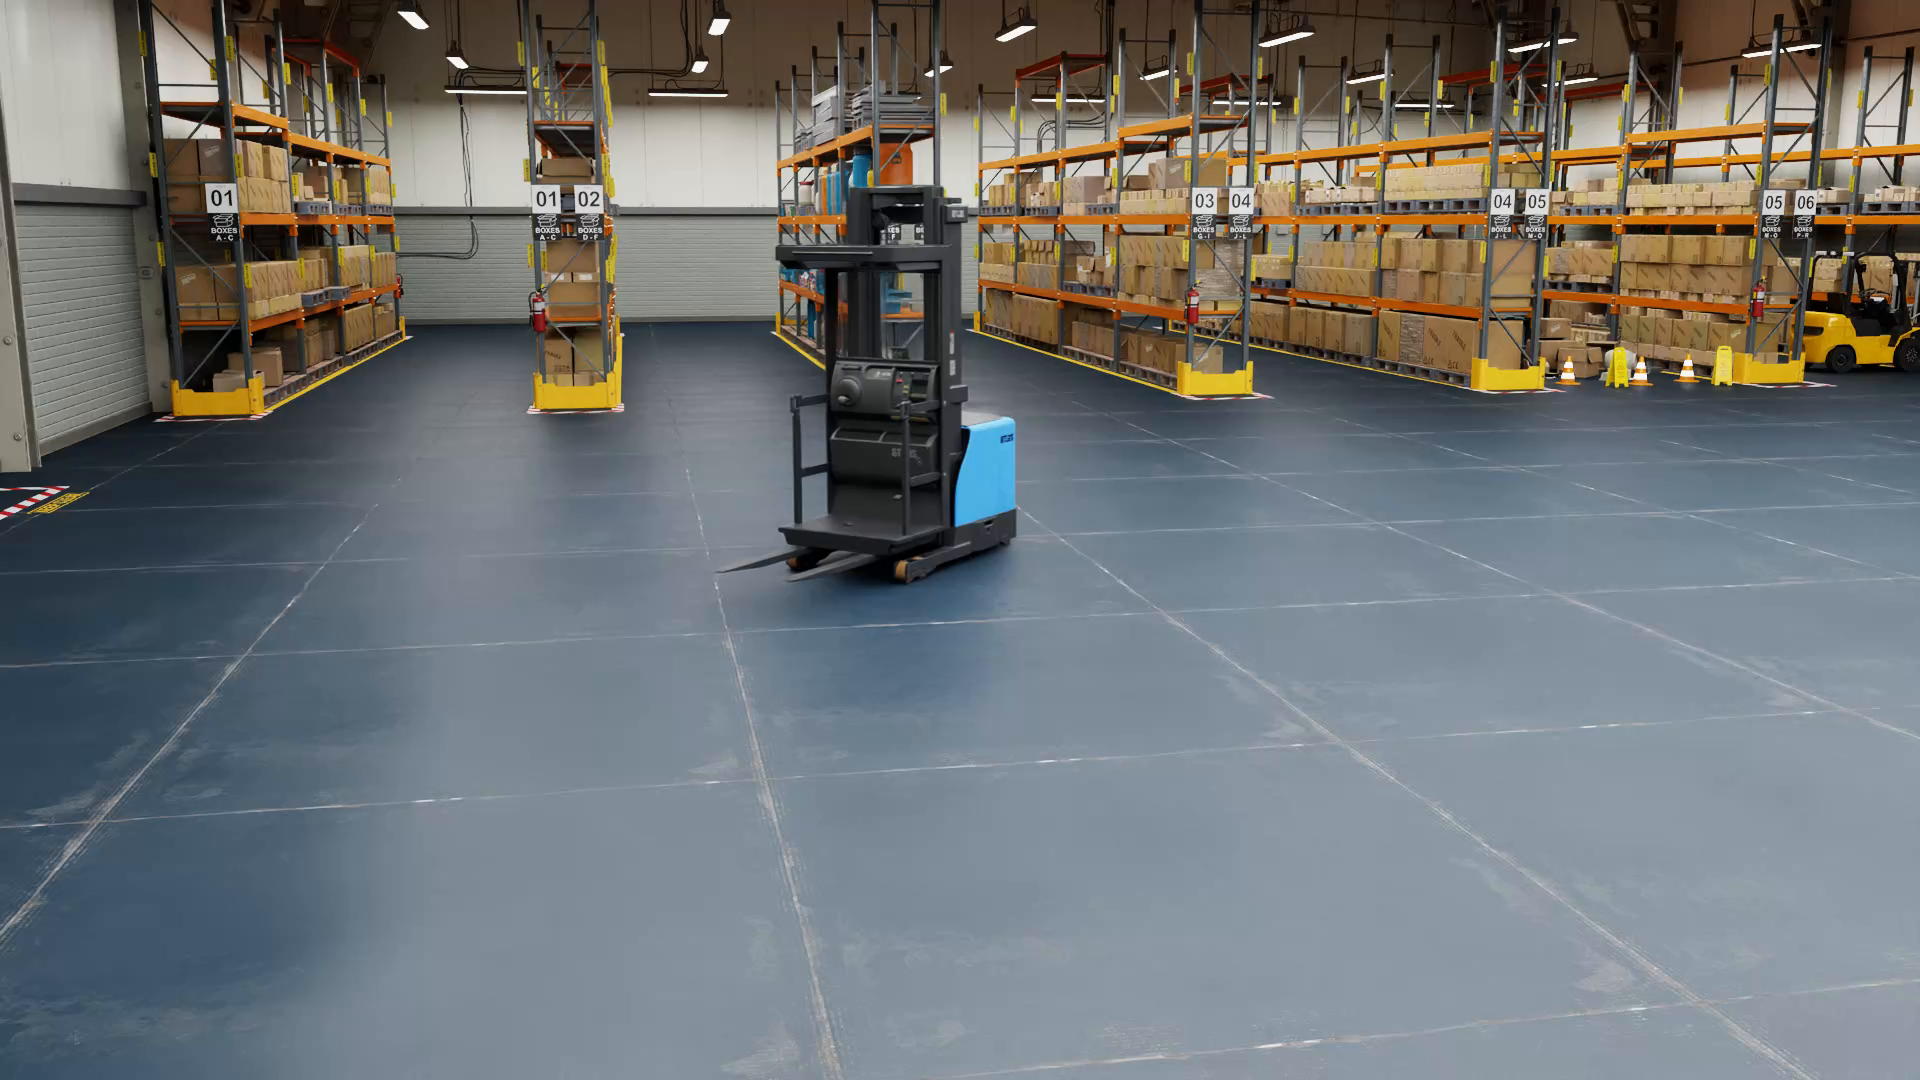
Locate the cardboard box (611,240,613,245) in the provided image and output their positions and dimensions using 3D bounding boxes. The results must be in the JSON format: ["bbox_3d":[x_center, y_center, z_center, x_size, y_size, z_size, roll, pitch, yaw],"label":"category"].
[{"bbox_3d":[-7.803,-6.273,36.188,0.500,0.500,0.500,-2,11,-10],"label":"cardboard box"}]

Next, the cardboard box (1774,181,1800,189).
[{"bbox_3d":[13.916,-5.969,28.052,0.380,0.149,0.250,-2,11,-11],"label":"cardboard box"}]

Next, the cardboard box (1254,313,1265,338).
[{"bbox_3d":[6.793,-4.705,36.454,0.500,0.500,0.500,-3,11,-14],"label":"cardboard box"}]

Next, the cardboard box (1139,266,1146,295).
[{"bbox_3d":[3.572,-4.457,28.530,0.875,0.500,0.500,-2,11,-11],"label":"cardboard box"}]

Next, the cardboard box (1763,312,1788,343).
[{"bbox_3d":[17.471,-4.485,34.965,0.875,0.625,0.625,-3,11,-13],"label":"cardboard box"}]

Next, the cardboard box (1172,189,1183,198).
[{"bbox_3d":[3.608,-5.528,26.529,0.380,0.149,0.250,-3,11,-13],"label":"cardboard box"}]

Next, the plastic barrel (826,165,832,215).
[{"bbox_3d":[-2.138,-6.393,30.399,0.600,0.901,0.708,-2,11,-11],"label":"plastic barrel"}]

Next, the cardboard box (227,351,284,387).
[{"bbox_3d":[-10.763,-2.613,25.412,0.700,0.500,0.500,-3,11,-15],"label":"cardboard box"}]

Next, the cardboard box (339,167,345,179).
[{"bbox_3d":[-13.210,-7.598,35.076,0.500,0.500,0.500,-2,11,-11],"label":"cardboard box"}]

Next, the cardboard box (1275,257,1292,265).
[{"bbox_3d":[6.848,-5.872,34.981,0.380,0.149,0.250,-3,11,-13],"label":"cardboard box"}]

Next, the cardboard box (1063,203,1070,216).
[{"bbox_3d":[2.350,-6.566,33.050,0.500,0.250,0.500,-2,11,-10],"label":"cardboard box"}]

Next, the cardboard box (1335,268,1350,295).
[{"bbox_3d":[7.611,-5.010,32.230,0.500,0.500,0.500,-2,11,-10],"label":"cardboard box"}]

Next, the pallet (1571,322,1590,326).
[{"bbox_3d":[15.946,-5.517,42.618,1.003,0.211,1.213,-2,11,-11],"label":"pallet"}]

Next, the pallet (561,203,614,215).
[{"bbox_3d":[-6.769,-5.957,29.952,1.003,0.211,1.213,-2,11,-8],"label":"pallet"}]

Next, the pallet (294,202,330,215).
[{"bbox_3d":[-11.510,-5.676,28.475,1.213,0.211,1.003,-2,11,-11],"label":"pallet"}]

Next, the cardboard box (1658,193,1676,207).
[{"bbox_3d":[13.018,-6.157,30.106,0.500,0.250,0.500,-2,11,-10],"label":"cardboard box"}]

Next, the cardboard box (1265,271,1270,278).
[{"bbox_3d":[6.750,-5.673,35.527,0.380,0.149,0.250,-2,11,-10],"label":"cardboard box"}]

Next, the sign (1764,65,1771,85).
[{"bbox_3d":[13.237,-7.622,27.253,0.100,0.325,0.005,-2,11,-11],"label":"sign"}]

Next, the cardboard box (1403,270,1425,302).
[{"bbox_3d":[8.374,-4.493,29.378,0.875,0.550,0.550,-2,11,-11],"label":"cardboard box"}]

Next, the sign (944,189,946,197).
[{"bbox_3d":[-0.253,-5.111,24.982,0.100,0.325,0.005,-2,11,-11],"label":"sign"}]

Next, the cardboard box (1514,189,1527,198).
[{"bbox_3d":[9.197,-5.636,27.045,0.380,0.149,0.250,-2,11,-11],"label":"cardboard box"}]

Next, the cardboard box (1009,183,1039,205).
[{"bbox_3d":[1.519,-7.915,38.076,0.700,0.500,0.500,-3,11,-14],"label":"cardboard box"}]

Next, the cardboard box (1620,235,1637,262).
[{"bbox_3d":[12.880,-5.486,31.261,0.700,0.500,0.500,-2,11,-12],"label":"cardboard box"}]

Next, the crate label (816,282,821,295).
[{"bbox_3d":[-2.636,-4.908,32.409,0.303,0.233,0.416,-2,11,-11],"label":"crate label"}]

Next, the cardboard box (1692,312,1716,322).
[{"bbox_3d":[13.191,-3.946,29.395,0.380,0.149,0.250,-2,11,-10],"label":"cardboard box"}]

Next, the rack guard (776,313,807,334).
[{"bbox_3d":[-3.923,-5.325,40.835,1.175,0.500,0.348,-2,11,-11],"label":"rack guard"}]

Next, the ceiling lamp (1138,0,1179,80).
[{"bbox_3d":[4.596,-11.757,36.288,0.800,3.185,2.000,-2,11,-11],"label":"ceiling lamp"}]

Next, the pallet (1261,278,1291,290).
[{"bbox_3d":[7.150,-5.456,35.352,1.213,0.211,1.003,-2,11,-11],"label":"pallet"}]

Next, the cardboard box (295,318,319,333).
[{"bbox_3d":[-11.827,-3.841,29.856,0.500,0.250,0.500,-2,11,-10],"label":"cardboard box"}]

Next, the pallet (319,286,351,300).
[{"bbox_3d":[-11.825,-4.500,30.330,1.213,0.211,1.003,-2,11,-11],"label":"pallet"}]

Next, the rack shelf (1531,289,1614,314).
[{"bbox_3d":[12.618,-4.902,33.851,1.077,0.370,4.000,-2,11,-11],"label":"rack shelf"}]

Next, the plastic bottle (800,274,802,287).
[{"bbox_3d":[-3.449,-5.650,36.173,0.061,0.283,0.133,-2,11,-11],"label":"plastic bottle"}]

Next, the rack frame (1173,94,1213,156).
[{"bbox_3d":[5.838,-9.838,41.816,1.000,3.000,0.127,-2,11,-11],"label":"rack frame"}]

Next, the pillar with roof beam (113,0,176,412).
[{"bbox_3d":[-7.274,-6.454,24.041,9.100,9.000,0.400,-2,11,-11],"label":"pillar with roof beam"}]

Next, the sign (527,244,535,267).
[{"bbox_3d":[-6.188,-4.103,23.999,0.100,0.325,0.005,-2,11,-11],"label":"sign"}]

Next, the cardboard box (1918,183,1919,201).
[{"bbox_3d":[18.151,-6.488,30.573,0.797,0.503,0.637,-2,11,-9],"label":"cardboard box"}]

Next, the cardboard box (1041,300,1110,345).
[{"bbox_3d":[2.395,-4.551,34.646,1.225,0.875,0.875,-3,11,-14],"label":"cardboard box"}]

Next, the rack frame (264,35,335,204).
[{"bbox_3d":[-12.068,-7.668,30.418,1.000,3.000,0.127,-2,11,-11],"label":"rack frame"}]

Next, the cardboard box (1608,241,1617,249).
[{"bbox_3d":[12.950,-5.903,33.268,0.380,0.149,0.250,-1,11,-8],"label":"cardboard box"}]

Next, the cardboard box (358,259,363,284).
[{"bbox_3d":[-12.310,-5.399,33.422,0.500,0.500,0.500,-2,11,-11],"label":"cardboard box"}]

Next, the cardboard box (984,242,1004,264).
[{"bbox_3d":[0.878,-6.980,40.447,0.500,0.500,0.500,-2,11,-12],"label":"cardboard box"}]

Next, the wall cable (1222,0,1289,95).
[{"bbox_3d":[8.263,-14.272,47.467,2.355,3.000,0.029,-2,11,-11],"label":"wall cable"}]

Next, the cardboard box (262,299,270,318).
[{"bbox_3d":[-10.410,-3.386,24.310,0.500,0.250,0.500,-2,11,-13],"label":"cardboard box"}]

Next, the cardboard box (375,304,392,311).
[{"bbox_3d":[-13.135,-5.297,37.831,0.380,0.149,0.250,-2,11,-9],"label":"cardboard box"}]

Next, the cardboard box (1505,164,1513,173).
[{"bbox_3d":[9.149,-6.072,27.203,0.380,0.149,0.250,-2,11,-11],"label":"cardboard box"}]

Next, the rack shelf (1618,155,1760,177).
[{"bbox_3d":[16.709,-8.567,38.134,1.077,0.370,4.000,-2,11,-11],"label":"rack shelf"}]

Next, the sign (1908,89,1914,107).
[{"bbox_3d":[18.425,-8.569,32.228,0.100,0.325,0.005,-2,11,-11],"label":"sign"}]

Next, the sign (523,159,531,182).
[{"bbox_3d":[-6.188,-5.287,23.774,0.100,0.325,0.005,-2,11,-11],"label":"sign"}]

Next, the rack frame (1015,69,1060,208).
[{"bbox_3d":[1.731,-8.942,37.111,1.000,3.000,0.127,-2,11,-11],"label":"rack frame"}]

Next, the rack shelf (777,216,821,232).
[{"bbox_3d":[-3.517,-7.302,38.440,1.077,0.370,4.000,-2,11,-11],"label":"rack shelf"}]

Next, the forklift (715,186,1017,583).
[{"bbox_3d":[-0.700,-1.214,12.734,1.130,2.935,3.031,6,12,29],"label":"forklift"}]

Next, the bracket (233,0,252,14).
[{"bbox_3d":[-12.234,-9.103,28.331,0.235,0.232,0.430,-2,11,-11],"label":"bracket"}]
